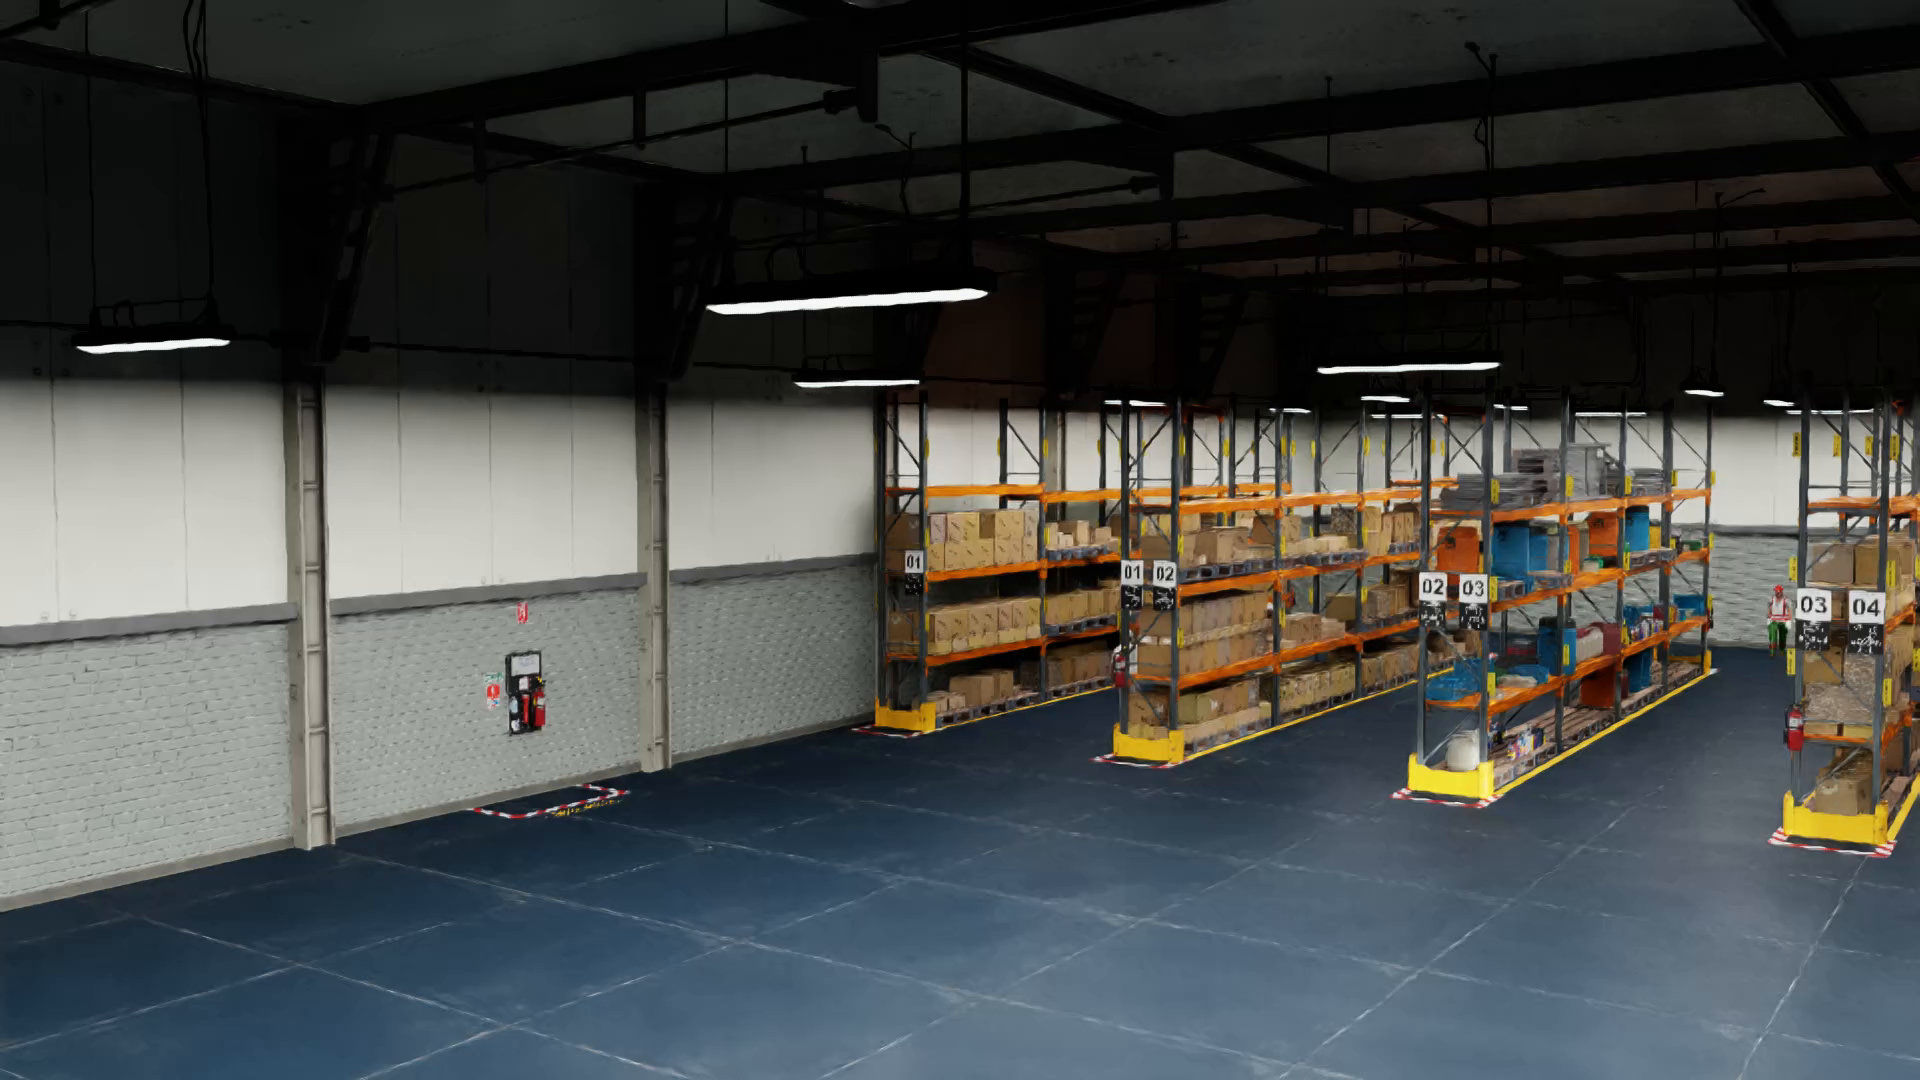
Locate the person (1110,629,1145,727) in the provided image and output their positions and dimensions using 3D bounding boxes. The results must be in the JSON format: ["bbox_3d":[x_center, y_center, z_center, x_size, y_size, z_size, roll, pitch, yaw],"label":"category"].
[{"bbox_3d":[2.983,2.456,29.703,0.673,1.763,0.580,-1,3,-23],"label":"person"}]

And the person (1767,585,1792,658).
[{"bbox_3d":[19.517,1.936,39.618,0.567,1.736,1.044,2,4,34],"label":"person"}]

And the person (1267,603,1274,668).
[{"bbox_3d":[6.582,2.176,35.327,0.566,1.706,1.122,2,4,37],"label":"person"}]
